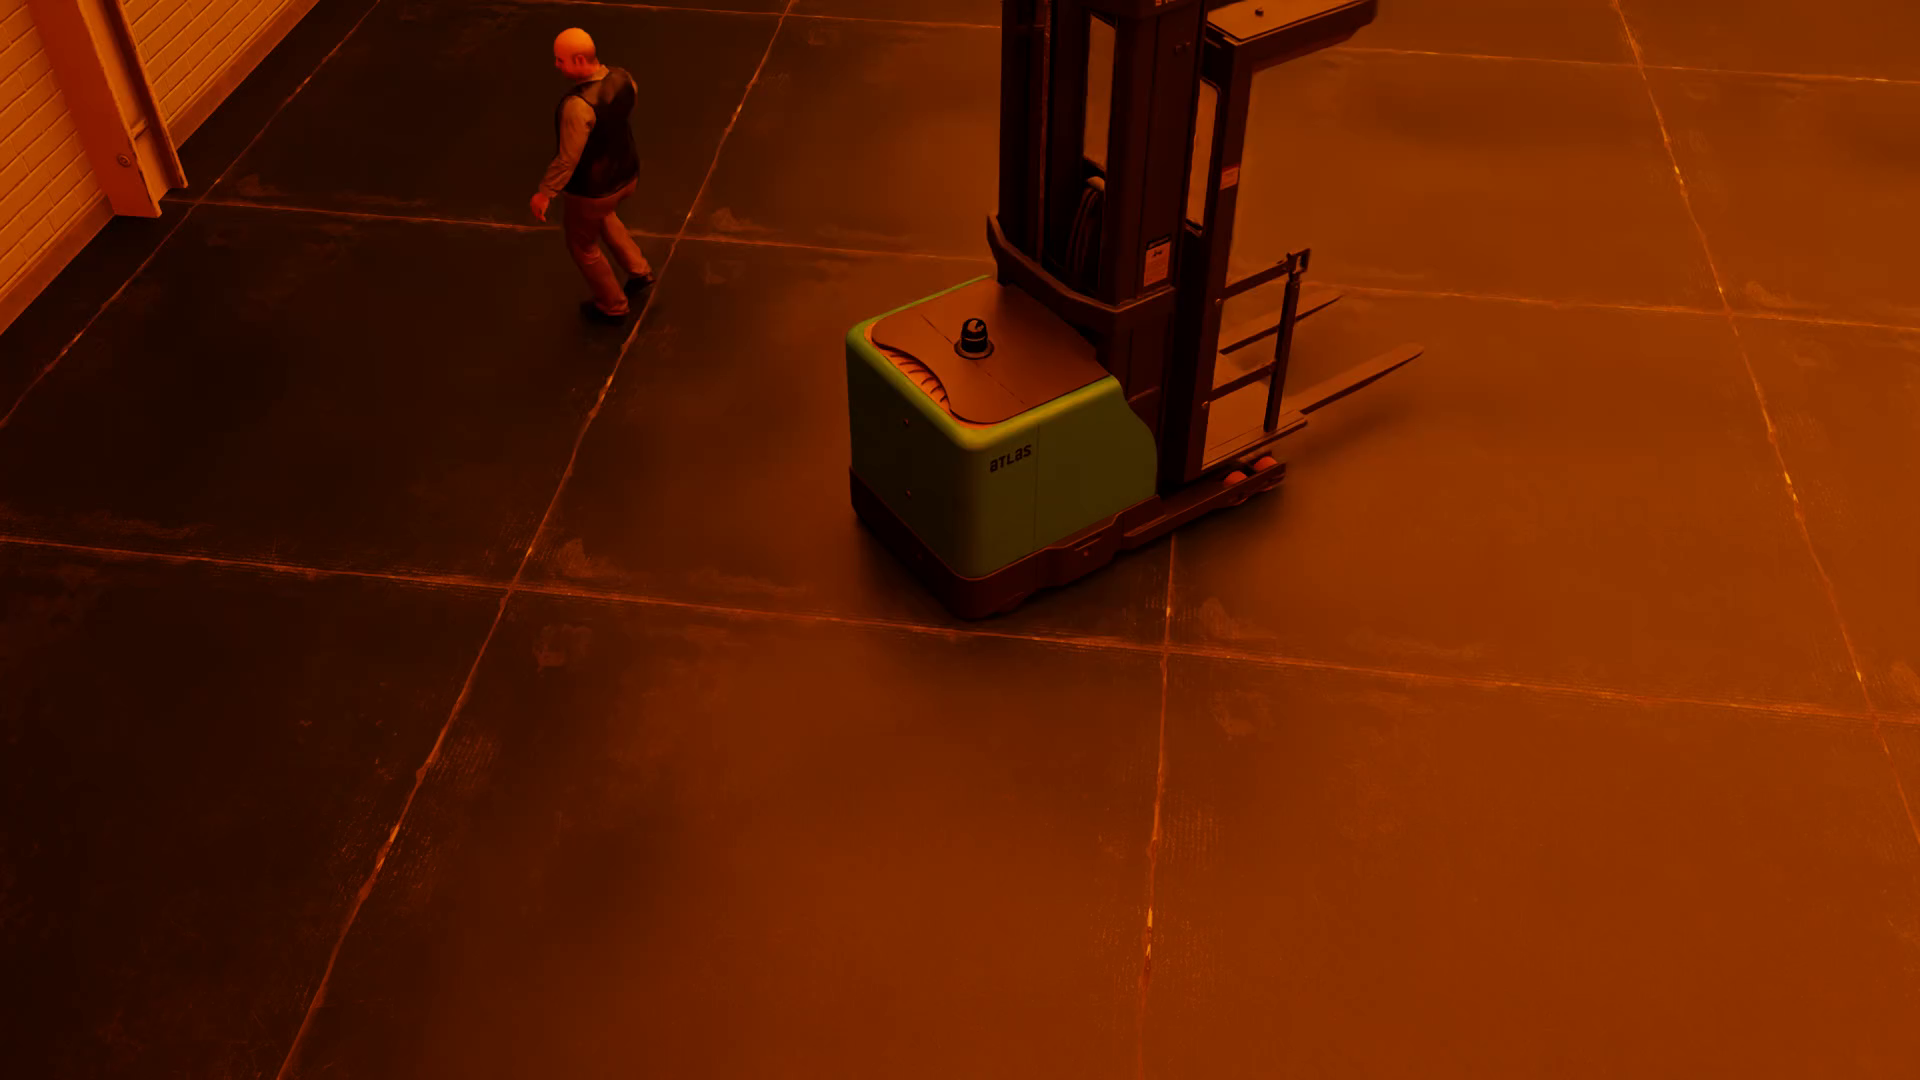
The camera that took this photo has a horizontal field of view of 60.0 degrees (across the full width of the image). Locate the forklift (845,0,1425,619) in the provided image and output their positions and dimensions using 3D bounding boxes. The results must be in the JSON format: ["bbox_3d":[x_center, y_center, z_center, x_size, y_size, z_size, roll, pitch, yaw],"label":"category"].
[{"bbox_3d":[0.982,-1.519,7.377,3.031,2.935,1.130,-25,48,-25],"label":"forklift"}]

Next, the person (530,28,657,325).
[{"bbox_3d":[-1.944,-1.864,8.681,0.489,1.702,0.782,22,47,22],"label":"person"}]
